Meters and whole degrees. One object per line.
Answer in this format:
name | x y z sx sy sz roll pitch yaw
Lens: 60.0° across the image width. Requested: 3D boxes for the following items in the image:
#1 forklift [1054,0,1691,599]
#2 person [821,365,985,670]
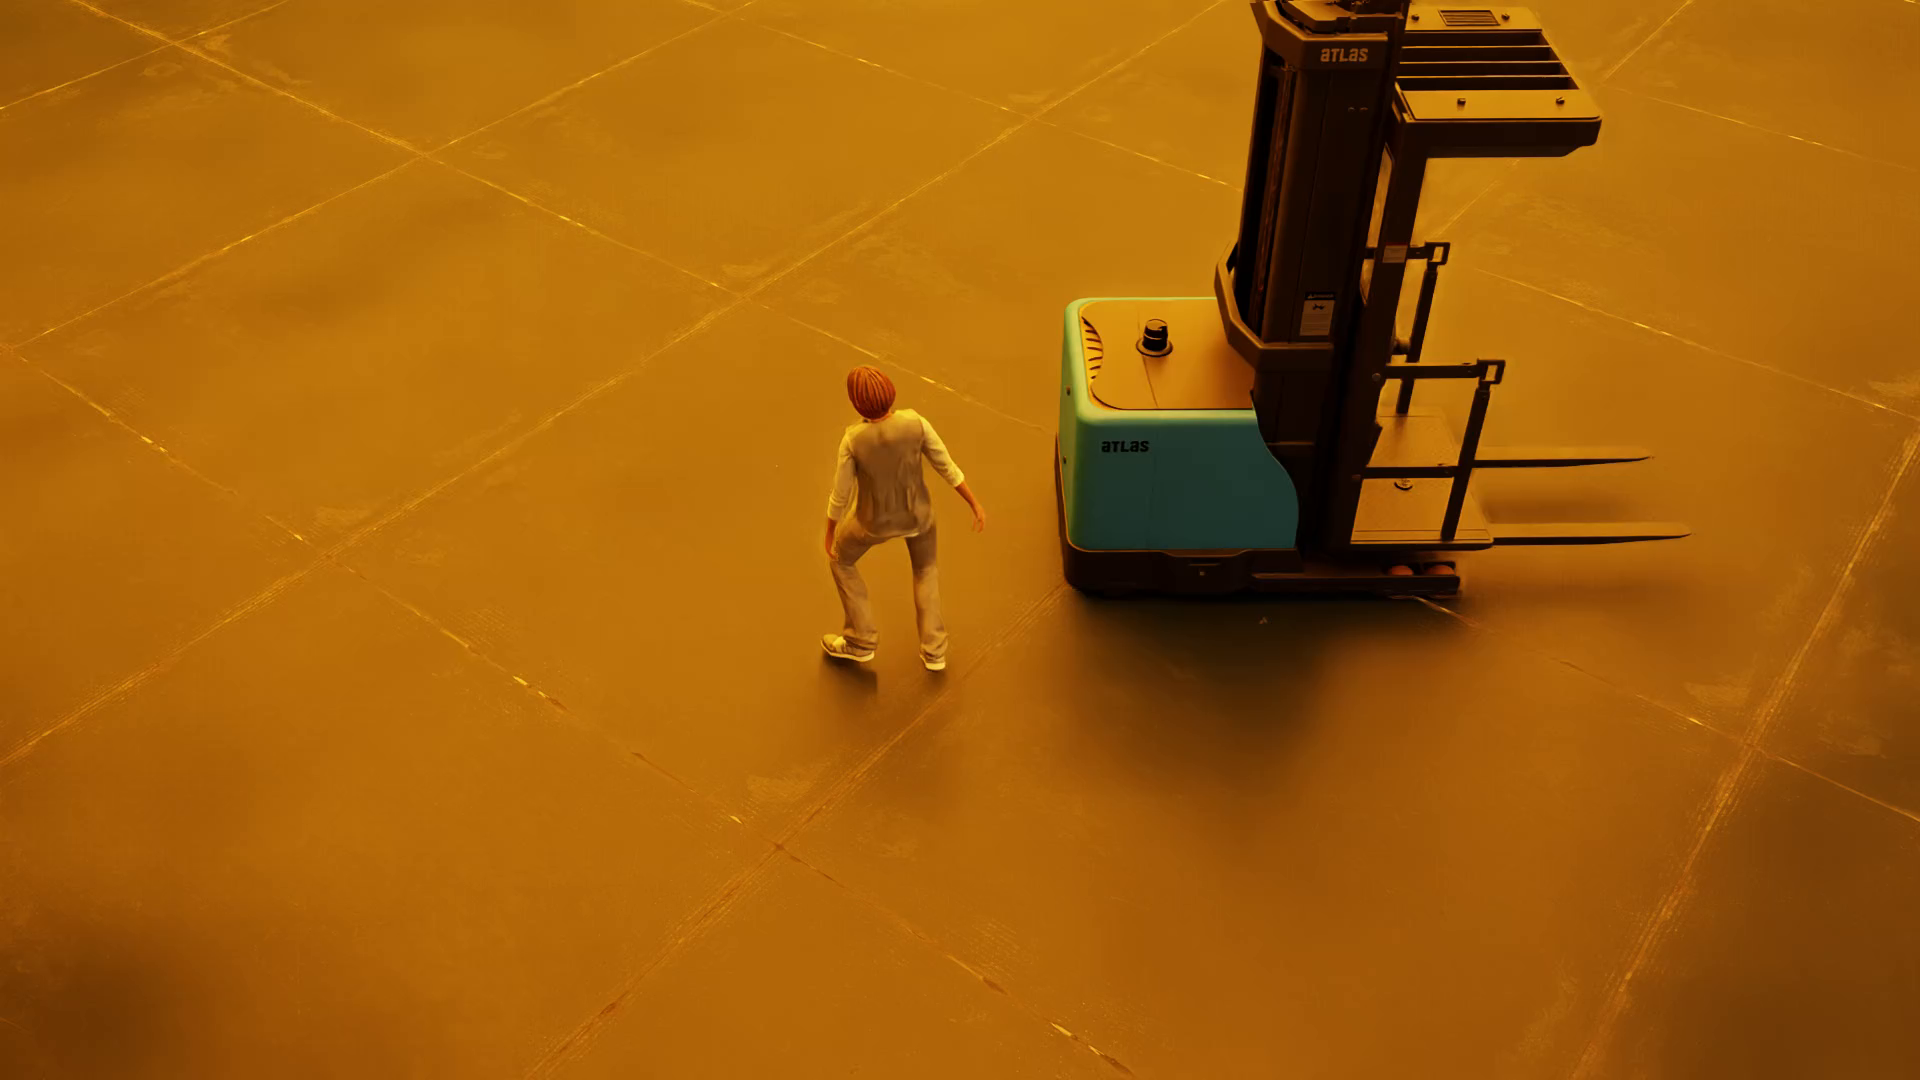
forklift | 2.013 -1.176 7.454 3.031 2.935 1.130 -1 40 -1
person | -0.261 -0.064 7.222 0.747 1.554 0.450 -7 41 -8
